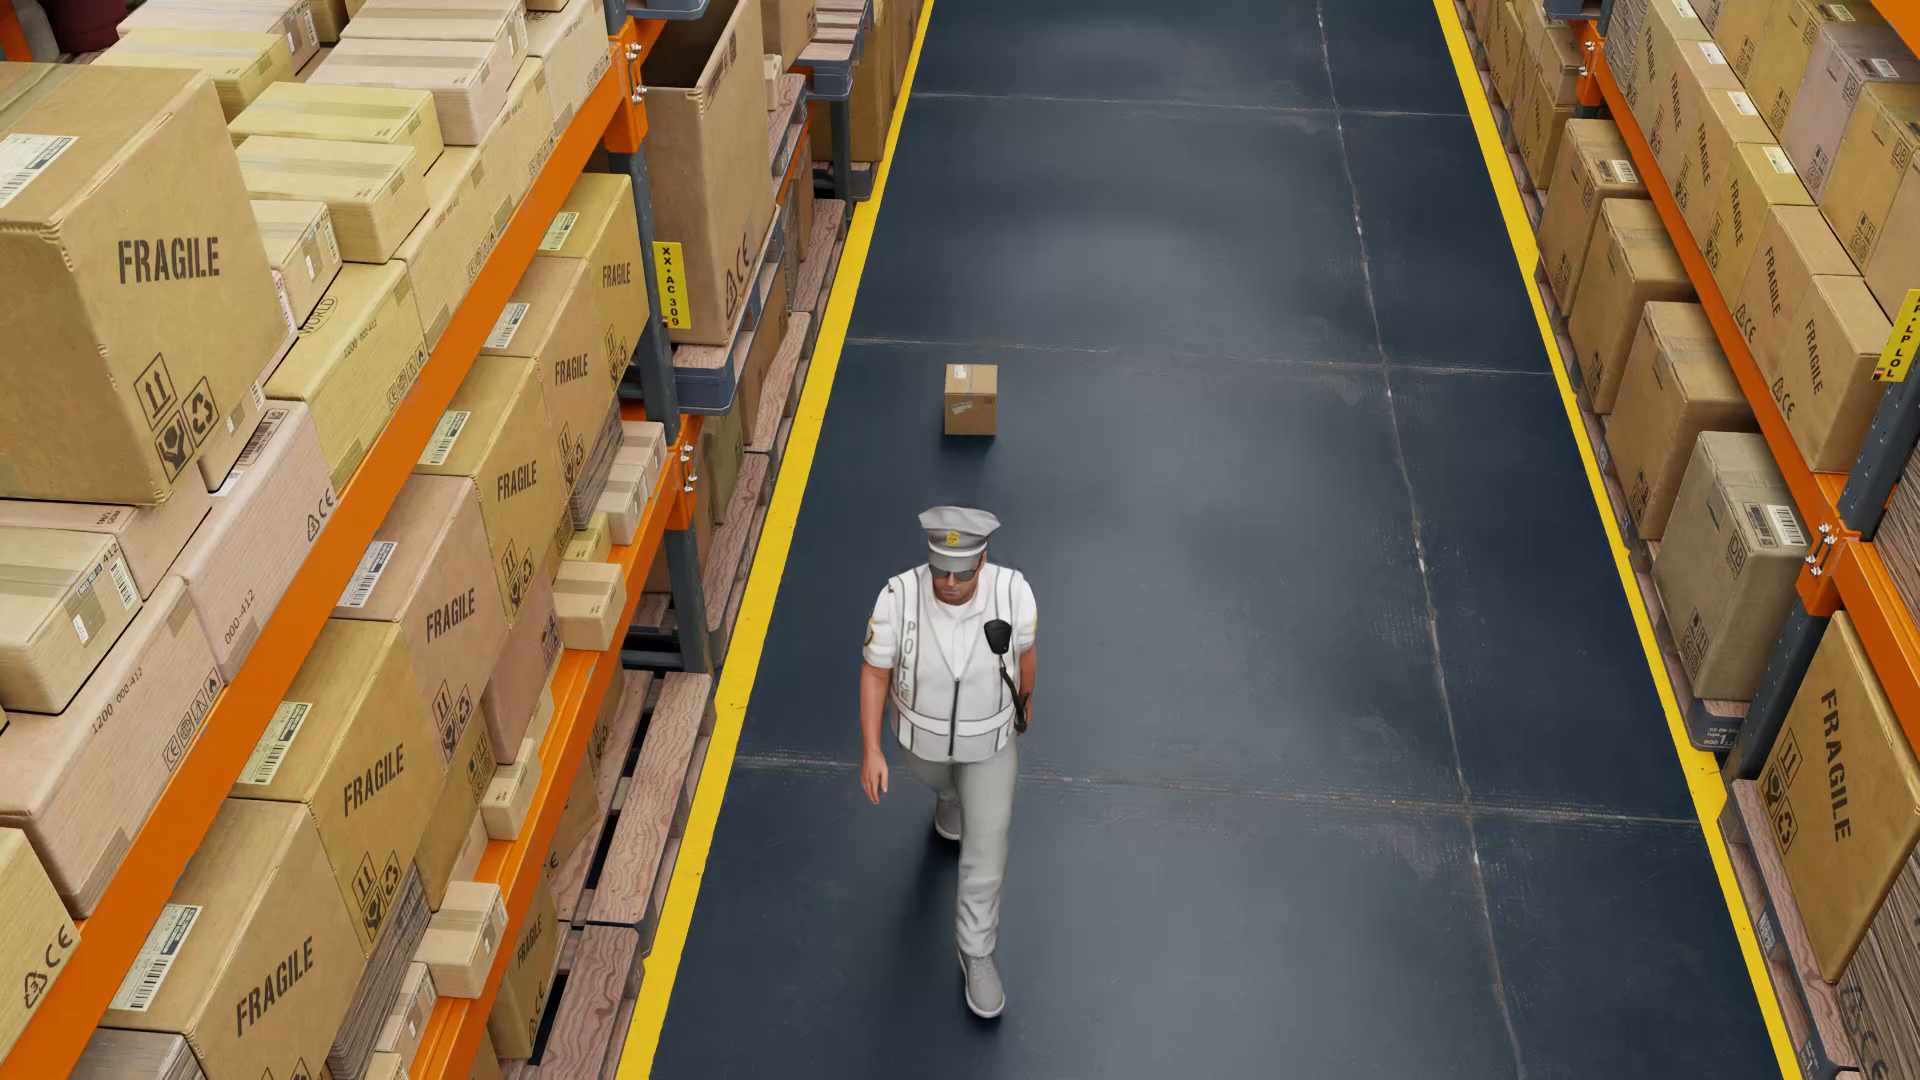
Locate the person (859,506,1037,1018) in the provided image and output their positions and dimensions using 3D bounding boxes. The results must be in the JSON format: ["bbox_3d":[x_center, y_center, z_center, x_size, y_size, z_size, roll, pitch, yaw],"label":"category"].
[{"bbox_3d":[-0.042,0.612,5.393,0.557,1.707,1.077,3,40,3],"label":"person"}]
